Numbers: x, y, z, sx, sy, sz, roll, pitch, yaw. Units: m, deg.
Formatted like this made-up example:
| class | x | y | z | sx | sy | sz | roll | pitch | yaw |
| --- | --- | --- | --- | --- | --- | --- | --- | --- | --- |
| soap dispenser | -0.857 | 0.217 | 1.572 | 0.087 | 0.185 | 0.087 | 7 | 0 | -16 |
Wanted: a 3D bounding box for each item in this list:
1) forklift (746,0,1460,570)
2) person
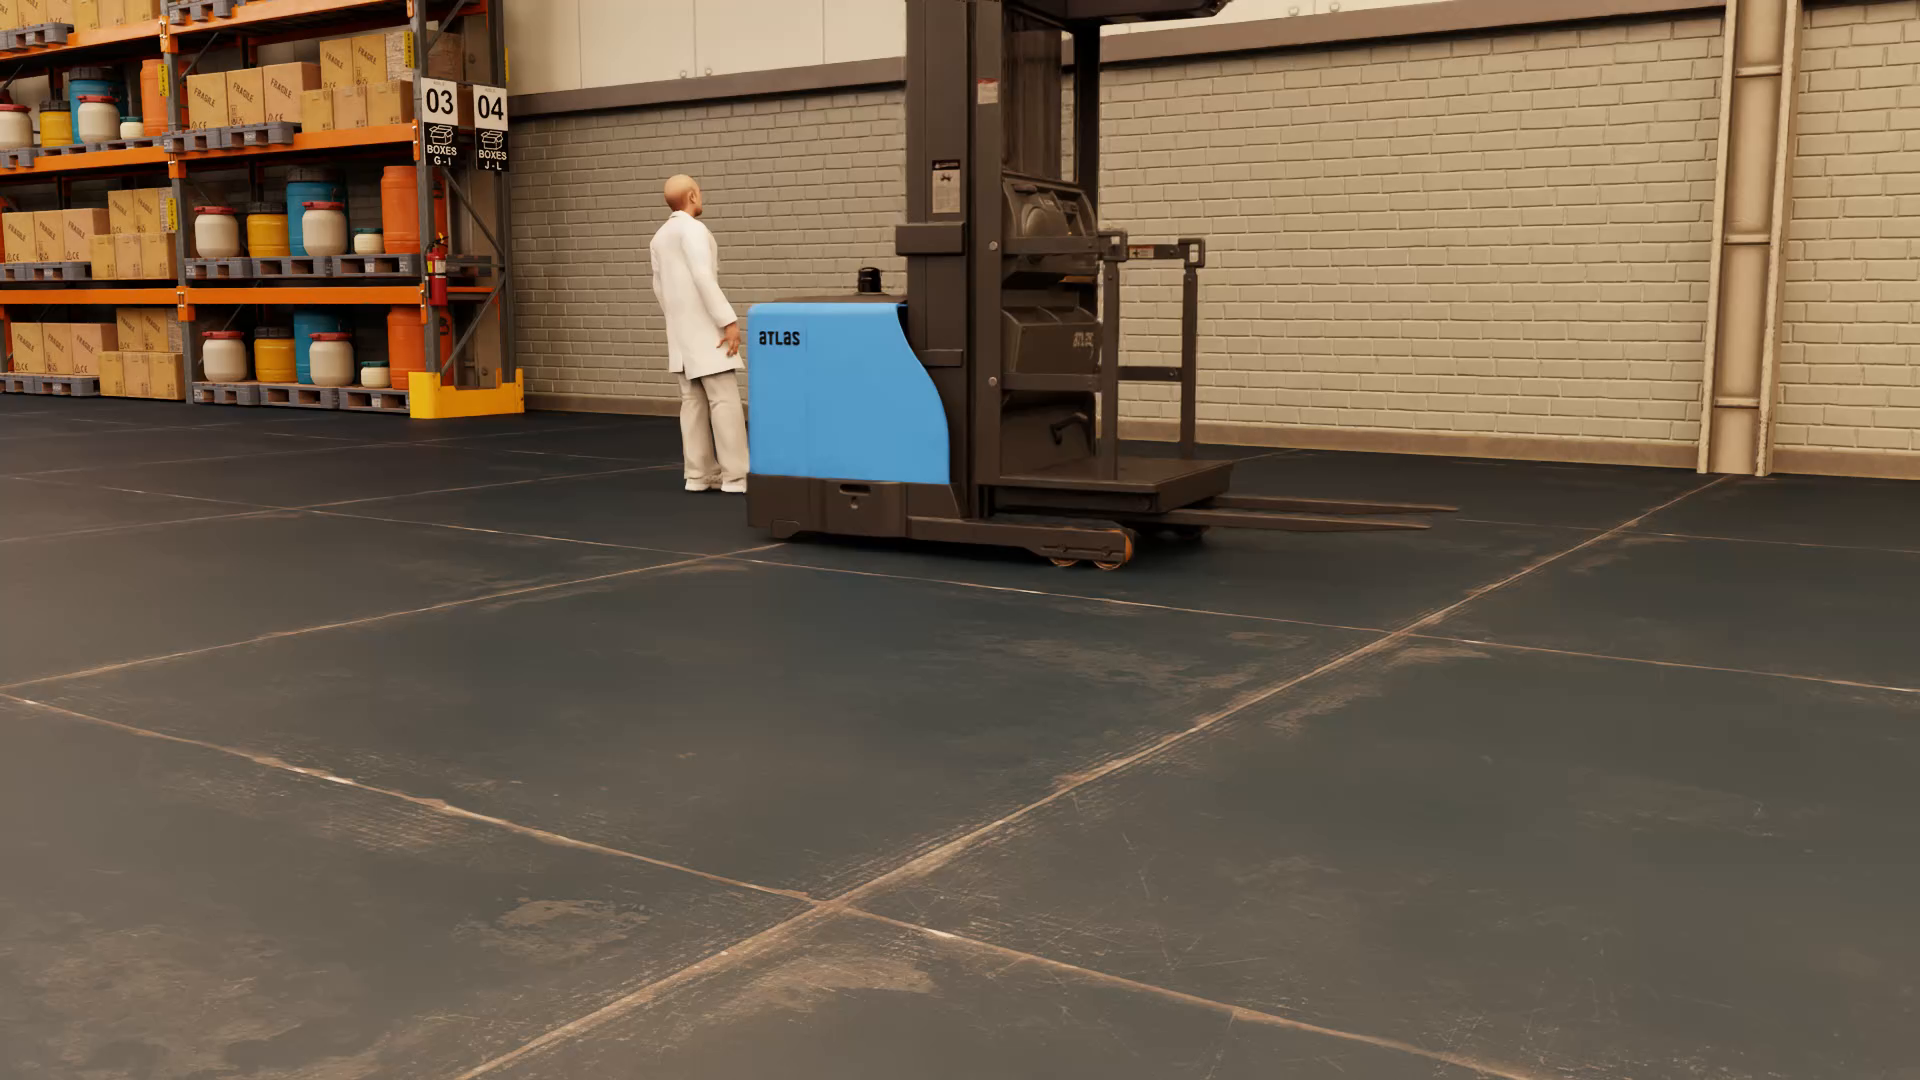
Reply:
| class | x | y | z | sx | sy | sz | roll | pitch | yaw |
| --- | --- | --- | --- | --- | --- | --- | --- | --- | --- |
| forklift | 0.583 | -1.413 | 7.133 | 3.031 | 2.935 | 1.130 | 4 | 9 | 26 |
| person | -1.404 | -1.170 | 9.472 | 0.582 | 1.775 | 0.695 | -6 | 10 | -37 |
